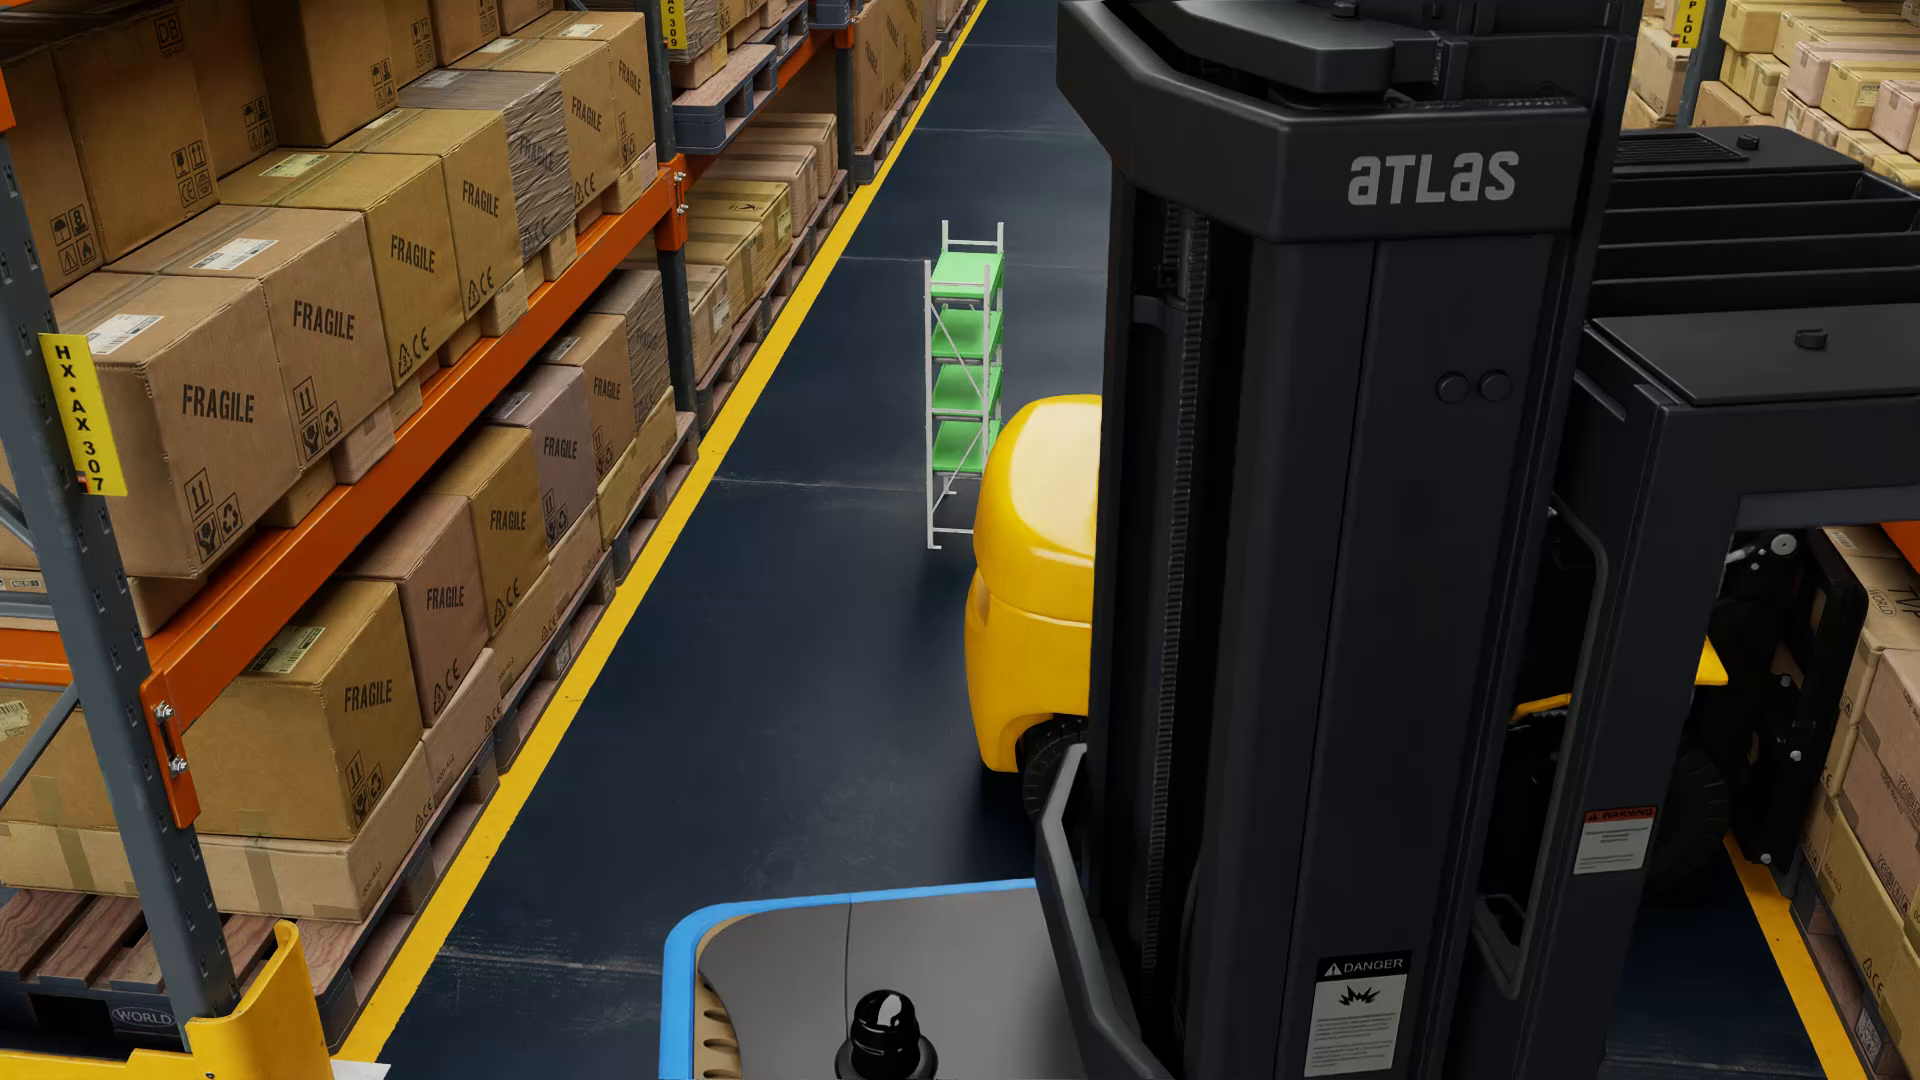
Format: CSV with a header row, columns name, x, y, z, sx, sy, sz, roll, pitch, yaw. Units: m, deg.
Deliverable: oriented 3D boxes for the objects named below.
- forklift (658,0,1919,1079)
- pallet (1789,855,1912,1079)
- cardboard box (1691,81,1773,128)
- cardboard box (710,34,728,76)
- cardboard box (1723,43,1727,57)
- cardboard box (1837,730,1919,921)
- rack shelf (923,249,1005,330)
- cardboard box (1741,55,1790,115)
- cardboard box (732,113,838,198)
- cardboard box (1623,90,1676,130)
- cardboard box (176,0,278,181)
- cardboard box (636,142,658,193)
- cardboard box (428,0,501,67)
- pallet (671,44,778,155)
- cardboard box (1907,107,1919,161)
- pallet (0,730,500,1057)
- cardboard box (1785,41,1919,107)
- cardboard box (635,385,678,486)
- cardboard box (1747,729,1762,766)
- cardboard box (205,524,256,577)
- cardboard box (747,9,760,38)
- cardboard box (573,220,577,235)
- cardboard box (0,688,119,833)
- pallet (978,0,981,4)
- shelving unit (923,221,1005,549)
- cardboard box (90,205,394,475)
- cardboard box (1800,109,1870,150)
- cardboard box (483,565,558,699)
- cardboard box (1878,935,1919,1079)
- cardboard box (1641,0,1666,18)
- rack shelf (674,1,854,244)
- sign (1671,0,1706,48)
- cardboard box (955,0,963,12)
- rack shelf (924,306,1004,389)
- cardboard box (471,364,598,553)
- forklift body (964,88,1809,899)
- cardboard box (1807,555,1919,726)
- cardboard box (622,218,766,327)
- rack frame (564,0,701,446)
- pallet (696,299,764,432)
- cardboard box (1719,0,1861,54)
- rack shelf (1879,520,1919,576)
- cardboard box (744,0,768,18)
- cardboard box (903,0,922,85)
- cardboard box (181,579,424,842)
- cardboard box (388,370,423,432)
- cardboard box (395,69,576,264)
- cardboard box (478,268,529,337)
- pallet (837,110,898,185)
name,x,y,z,sx,sy,sz,roll,pitch,yaw
forklift,0.983,0.494,2.743,3.031,2.935,1.130,-3,29,-6
pallet,2.803,1.271,4.168,1.003,0.211,1.213,3,28,6
cardboard box,2.928,-1.327,5.945,0.500,0.500,0.500,3,28,5
cardboard box,-1.265,-2.197,7.487,0.380,0.149,0.250,4,29,7
cardboard box,3.062,-1.980,6.474,0.380,0.149,0.250,4,29,8
cardboard box,2.572,0.729,4.164,0.500,0.250,0.500,3,28,6
rack shelf,0.020,-0.972,6.413,0.258,0.148,0.480,3,28,6
cardboard box,2.911,-1.550,5.675,0.380,0.149,0.250,4,29,7
cardboard box,-1.275,-2.409,10.387,0.950,0.372,0.625,1,28,3
cardboard box,3.043,-1.663,6.833,0.500,0.250,0.500,4,29,7
cardboard box,-2.300,-1.233,4.403,0.700,0.500,0.500,3,28,6
cardboard box,-1.423,-1.484,6.607,0.380,0.149,0.250,3,28,6
cardboard box,-2.039,-1.945,5.725,0.700,0.500,0.500,4,29,6
pallet,-1.448,-2.030,7.559,1.003,0.211,1.213,3,28,6
cardboard box,2.815,-1.075,4.480,0.380,0.149,0.250,3,29,6
pallet,-2.032,0.931,4.800,1.003,0.211,1.213,3,28,6
cardboard box,2.809,-1.440,5.158,0.380,0.149,0.250,4,29,7
cardboard box,-1.491,-0.444,6.868,0.500,0.250,0.500,5,29,9
cardboard box,2.677,0.478,5.157,0.500,0.250,0.500,4,29,8
cardboard box,-1.912,-0.038,3.922,0.380,0.149,0.250,4,29,7
cardboard box,-1.201,-2.569,8.179,0.380,0.149,0.250,4,29,7
cardboard box,-1.600,-1.132,5.953,0.380,0.149,0.250,3,28,5
cardboard box,-2.337,0.422,4.469,0.500,0.500,0.500,4,29,7
pallet,-0.236,-5.804,17.300,1.003,0.211,1.213,3,28,6
shelving unit,0.020,-0.606,6.610,0.258,1.200,0.503,3,28,6
cardboard box,-1.782,-0.507,4.109,0.500,0.500,0.500,4,29,8
cardboard box,2.769,-1.190,5.007,0.380,0.149,0.250,3,28,6
cardboard box,-1.678,0.284,5.517,0.500,0.250,0.500,5,29,10
cardboard box,2.495,1.192,3.831,0.500,0.250,0.500,4,29,7
cardboard box,3.059,-2.346,7.153,0.380,0.149,0.250,2,28,5
rack shelf,-1.441,-2.388,8.779,1.077,0.370,4.000,3,28,6
sign,2.701,-1.979,6.123,0.100,0.325,0.005,3,28,6
cardboard box,-0.413,-5.297,15.678,0.875,0.438,0.875,3,28,5
rack shelf,0.020,-0.761,6.527,0.258,0.148,0.480,3,28,6
cardboard box,-1.614,-0.294,5.799,0.500,0.500,0.500,5,29,9
forklift body,1.173,-0.219,4.889,2.313,2.155,1.214,3,28,6
cardboard box,2.606,0.278,4.474,0.500,0.250,0.500,4,29,7
cardboard box,-1.539,-1.377,8.472,0.950,0.372,0.625,5,29,9
rack frame,-1.686,-1.764,6.861,1.000,3.000,0.127,3,28,6
pallet,-1.592,-0.903,8.203,1.003,0.211,1.213,3,28,6
cardboard box,2.907,-1.805,5.834,0.380,0.149,0.250,4,29,7
rack shelf,2.996,-0.219,4.752,1.077,0.370,4.000,3,28,6
cardboard box,-1.209,-2.795,7.914,0.500,0.500,0.500,3,28,6
cardboard box,-0.805,-4.057,12.915,0.875,0.875,0.875,4,29,8
cardboard box,-1.800,0.440,4.436,0.500,0.500,0.500,2,28,4
cardboard box,-1.724,-0.398,4.592,0.380,0.149,0.250,4,29,8
cardboard box,-1.609,-1.228,5.447,0.500,0.500,0.500,4,29,8
cardboard box,-1.600,-0.764,5.270,0.380,0.149,0.250,4,29,7
pallet,-1.024,-2.786,11.698,1.003,0.211,1.213,3,28,6
